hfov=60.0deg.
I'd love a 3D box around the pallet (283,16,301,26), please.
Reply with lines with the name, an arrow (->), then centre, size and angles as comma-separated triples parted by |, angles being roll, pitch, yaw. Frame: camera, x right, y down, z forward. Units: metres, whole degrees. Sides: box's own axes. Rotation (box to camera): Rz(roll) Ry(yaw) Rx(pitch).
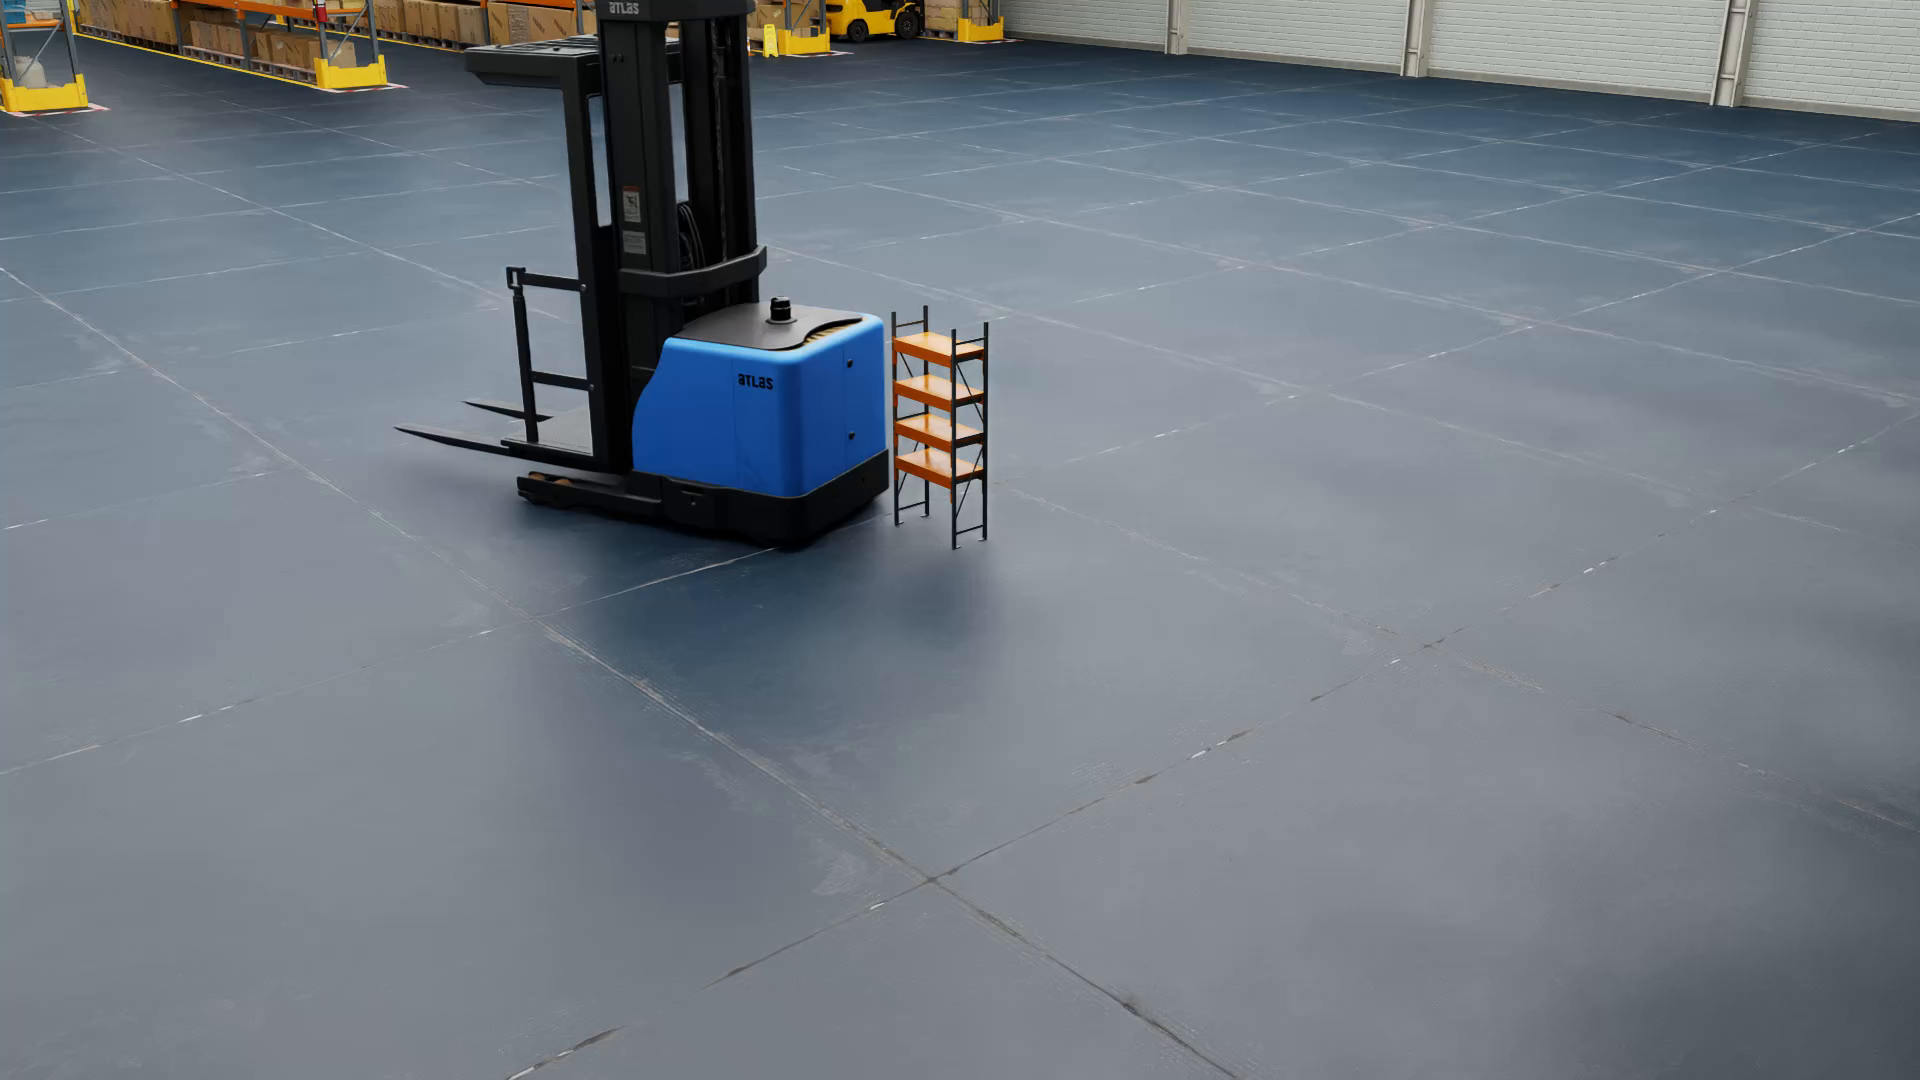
pallet -> -16.864, -13.511, 43.191 | 1.003, 0.211, 1.213 | -17, 27, -37

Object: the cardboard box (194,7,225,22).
cardboard box -> -15.558, -10.912, 34.528 | 0.500, 0.250, 0.500 | -16, 27, -35

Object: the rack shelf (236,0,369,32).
rack shelf -> -12.102, -9.708, 30.643 | 1.077, 0.370, 4.000 | -17, 27, -37

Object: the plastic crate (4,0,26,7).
plastic crate -> -16.232, -9.106, 28.323 | 0.499, 0.251, 0.616 | -17, 27, -37

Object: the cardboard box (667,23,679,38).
cardboard box -> -6.231, -11.172, 36.818 | 0.500, 0.500, 0.500 | 0, 21, -1

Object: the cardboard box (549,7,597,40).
cardboard box -> -7.466, -10.021, 32.793 | 0.875, 0.875, 0.875 | -17, 27, -37

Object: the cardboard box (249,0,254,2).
cardboard box -> -13.157, -10.213, 31.290 | 0.380, 0.149, 0.250 | -17, 27, -37

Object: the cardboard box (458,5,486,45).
cardboard box -> -10.057, -11.046, 35.582 | 1.050, 0.750, 0.750 | -18, 27, -38

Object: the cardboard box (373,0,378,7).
cardboard box -> -13.498, -12.642, 38.970 | 0.500, 0.250, 0.500 | -17, 27, -36

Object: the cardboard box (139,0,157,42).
cardboard box -> -17.029, -11.350, 36.188 | 1.225, 0.875, 0.875 | -17, 27, -37

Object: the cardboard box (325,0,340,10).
cardboard box -> -11.139, -9.403, 29.222 | 0.380, 0.149, 0.250 | -17, 27, -37

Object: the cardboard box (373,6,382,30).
cardboard box -> -13.516, -12.291, 39.103 | 0.500, 0.500, 0.500 | -19, 28, -40

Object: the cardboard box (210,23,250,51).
cardboard box -> -14.819, -10.256, 33.880 | 0.700, 0.500, 0.500 | -15, 26, -33

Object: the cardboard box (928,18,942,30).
cardboard box -> -0.394, -12.141, 39.064 | 0.500, 0.250, 0.500 | -17, 27, -37

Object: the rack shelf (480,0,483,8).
rack shelf -> -10.889, -11.966, 36.408 | 1.077, 0.370, 4.000 | -17, 27, -37

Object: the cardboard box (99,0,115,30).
cardboard box -> -19.587, -12.462, 39.025 | 0.875, 0.875, 0.875 | -17, 27, -37

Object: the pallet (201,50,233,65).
pallet -> -14.717, -9.849, 33.840 | 1.003, 0.211, 1.213 | -17, 27, -37

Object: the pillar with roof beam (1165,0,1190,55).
pillar with roof beam -> 1.352, -13.550, 31.239 | 9.100, 9.000, 0.400 | -17, 27, -37

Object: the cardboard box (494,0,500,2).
cardboard box -> -12.035, -14.613, 45.119 | 0.875, 0.438, 0.875 | -18, 28, -39

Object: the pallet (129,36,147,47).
pallet -> -18.069, -11.312, 37.575 | 1.003, 0.211, 1.213 | -17, 27, -37

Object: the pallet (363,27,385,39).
pallet -> -13.496, -12.108, 39.608 | 1.003, 0.211, 1.213 | -17, 27, -37

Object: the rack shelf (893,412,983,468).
rack shelf -> -0.108, -0.542, 8.907 | 0.258, 0.148, 0.480 | -17, 27, -37

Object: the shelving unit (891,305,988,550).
shelving unit -> -0.108, -0.604, 8.882 | 0.258, 1.200, 0.503 | -17, 27, -37

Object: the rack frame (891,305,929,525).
rack frame -> -0.267, -0.672, 9.054 | 0.240, 1.200, 0.015 | -17, 27, -37

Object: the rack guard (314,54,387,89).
rack guard -> -10.846, -8.347, 29.610 | 1.175, 0.500, 0.348 | -17, 27, -37

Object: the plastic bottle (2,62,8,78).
plastic bottle -> -16.492, -8.148, 28.806 | 0.152, 0.276, 0.135 | -17, 27, -37

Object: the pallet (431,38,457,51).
pallet -> -10.945, -10.982, 36.734 | 1.003, 0.211, 1.213 | -17, 27, -37

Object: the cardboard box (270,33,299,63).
cardboard box -> -12.797, -9.350, 31.596 | 0.500, 0.500, 0.500 | -9, 23, -21

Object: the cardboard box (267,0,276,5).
cardboard box -> -12.506, -9.936, 30.584 | 0.380, 0.149, 0.250 | -17, 27, -37

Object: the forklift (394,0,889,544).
forklift -> -1.956, -1.702, 9.311 | 3.031, 2.935, 1.130 | 11, 24, 25

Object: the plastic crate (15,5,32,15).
plastic crate -> -15.908, -8.905, 27.968 | 0.530, 0.136, 0.437 | -17, 27, -37

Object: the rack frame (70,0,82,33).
rack frame -> -21.240, -13.911, 40.387 | 1.000, 3.000, 0.127 | -17, 27, -37

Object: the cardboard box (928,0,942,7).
cardboard box -> -0.406, -12.605, 38.878 | 0.500, 0.250, 0.500 | -17, 27, -36

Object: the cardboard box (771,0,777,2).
cardboard box -> -4.288, -11.693, 36.890 | 0.500, 0.500, 0.500 | -17, 27, -36

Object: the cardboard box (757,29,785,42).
cardboard box -> -4.036, -10.930, 35.972 | 0.500, 0.250, 0.500 | -18, 27, -38

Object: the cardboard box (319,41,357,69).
cardboard box -> -11.191, -8.698, 29.931 | 0.500, 0.500, 0.500 | -12, 24, -28

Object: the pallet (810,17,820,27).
pallet -> -3.453, -13.370, 42.830 | 1.003, 0.211, 1.213 | -17, 27, -37

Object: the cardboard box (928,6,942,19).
cardboard box -> -0.405, -12.381, 38.991 | 0.500, 0.250, 0.500 | -18, 28, -38

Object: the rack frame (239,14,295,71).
rack frame -> -13.407, -10.595, 31.922 | 1.000, 3.000, 0.127 | -17, 27, -37

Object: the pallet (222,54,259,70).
pallet -> -13.917, -9.512, 32.979 | 1.003, 0.211, 1.213 | -17, 27, -37

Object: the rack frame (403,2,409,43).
rack frame -> -12.195, -12.853, 37.687 | 1.000, 3.000, 0.127 | -17, 27, -37

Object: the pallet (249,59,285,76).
pallet -> -12.942, -9.120, 31.978 | 1.003, 0.211, 1.213 | -17, 27, -37

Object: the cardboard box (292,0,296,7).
cardboard box -> -11.787, -9.680, 29.931 | 0.380, 0.149, 0.250 | -17, 27, -37

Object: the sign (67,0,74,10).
sign -> -14.129, -8.570, 26.371 | 0.100, 0.325, 0.005 | -17, 27, -37
